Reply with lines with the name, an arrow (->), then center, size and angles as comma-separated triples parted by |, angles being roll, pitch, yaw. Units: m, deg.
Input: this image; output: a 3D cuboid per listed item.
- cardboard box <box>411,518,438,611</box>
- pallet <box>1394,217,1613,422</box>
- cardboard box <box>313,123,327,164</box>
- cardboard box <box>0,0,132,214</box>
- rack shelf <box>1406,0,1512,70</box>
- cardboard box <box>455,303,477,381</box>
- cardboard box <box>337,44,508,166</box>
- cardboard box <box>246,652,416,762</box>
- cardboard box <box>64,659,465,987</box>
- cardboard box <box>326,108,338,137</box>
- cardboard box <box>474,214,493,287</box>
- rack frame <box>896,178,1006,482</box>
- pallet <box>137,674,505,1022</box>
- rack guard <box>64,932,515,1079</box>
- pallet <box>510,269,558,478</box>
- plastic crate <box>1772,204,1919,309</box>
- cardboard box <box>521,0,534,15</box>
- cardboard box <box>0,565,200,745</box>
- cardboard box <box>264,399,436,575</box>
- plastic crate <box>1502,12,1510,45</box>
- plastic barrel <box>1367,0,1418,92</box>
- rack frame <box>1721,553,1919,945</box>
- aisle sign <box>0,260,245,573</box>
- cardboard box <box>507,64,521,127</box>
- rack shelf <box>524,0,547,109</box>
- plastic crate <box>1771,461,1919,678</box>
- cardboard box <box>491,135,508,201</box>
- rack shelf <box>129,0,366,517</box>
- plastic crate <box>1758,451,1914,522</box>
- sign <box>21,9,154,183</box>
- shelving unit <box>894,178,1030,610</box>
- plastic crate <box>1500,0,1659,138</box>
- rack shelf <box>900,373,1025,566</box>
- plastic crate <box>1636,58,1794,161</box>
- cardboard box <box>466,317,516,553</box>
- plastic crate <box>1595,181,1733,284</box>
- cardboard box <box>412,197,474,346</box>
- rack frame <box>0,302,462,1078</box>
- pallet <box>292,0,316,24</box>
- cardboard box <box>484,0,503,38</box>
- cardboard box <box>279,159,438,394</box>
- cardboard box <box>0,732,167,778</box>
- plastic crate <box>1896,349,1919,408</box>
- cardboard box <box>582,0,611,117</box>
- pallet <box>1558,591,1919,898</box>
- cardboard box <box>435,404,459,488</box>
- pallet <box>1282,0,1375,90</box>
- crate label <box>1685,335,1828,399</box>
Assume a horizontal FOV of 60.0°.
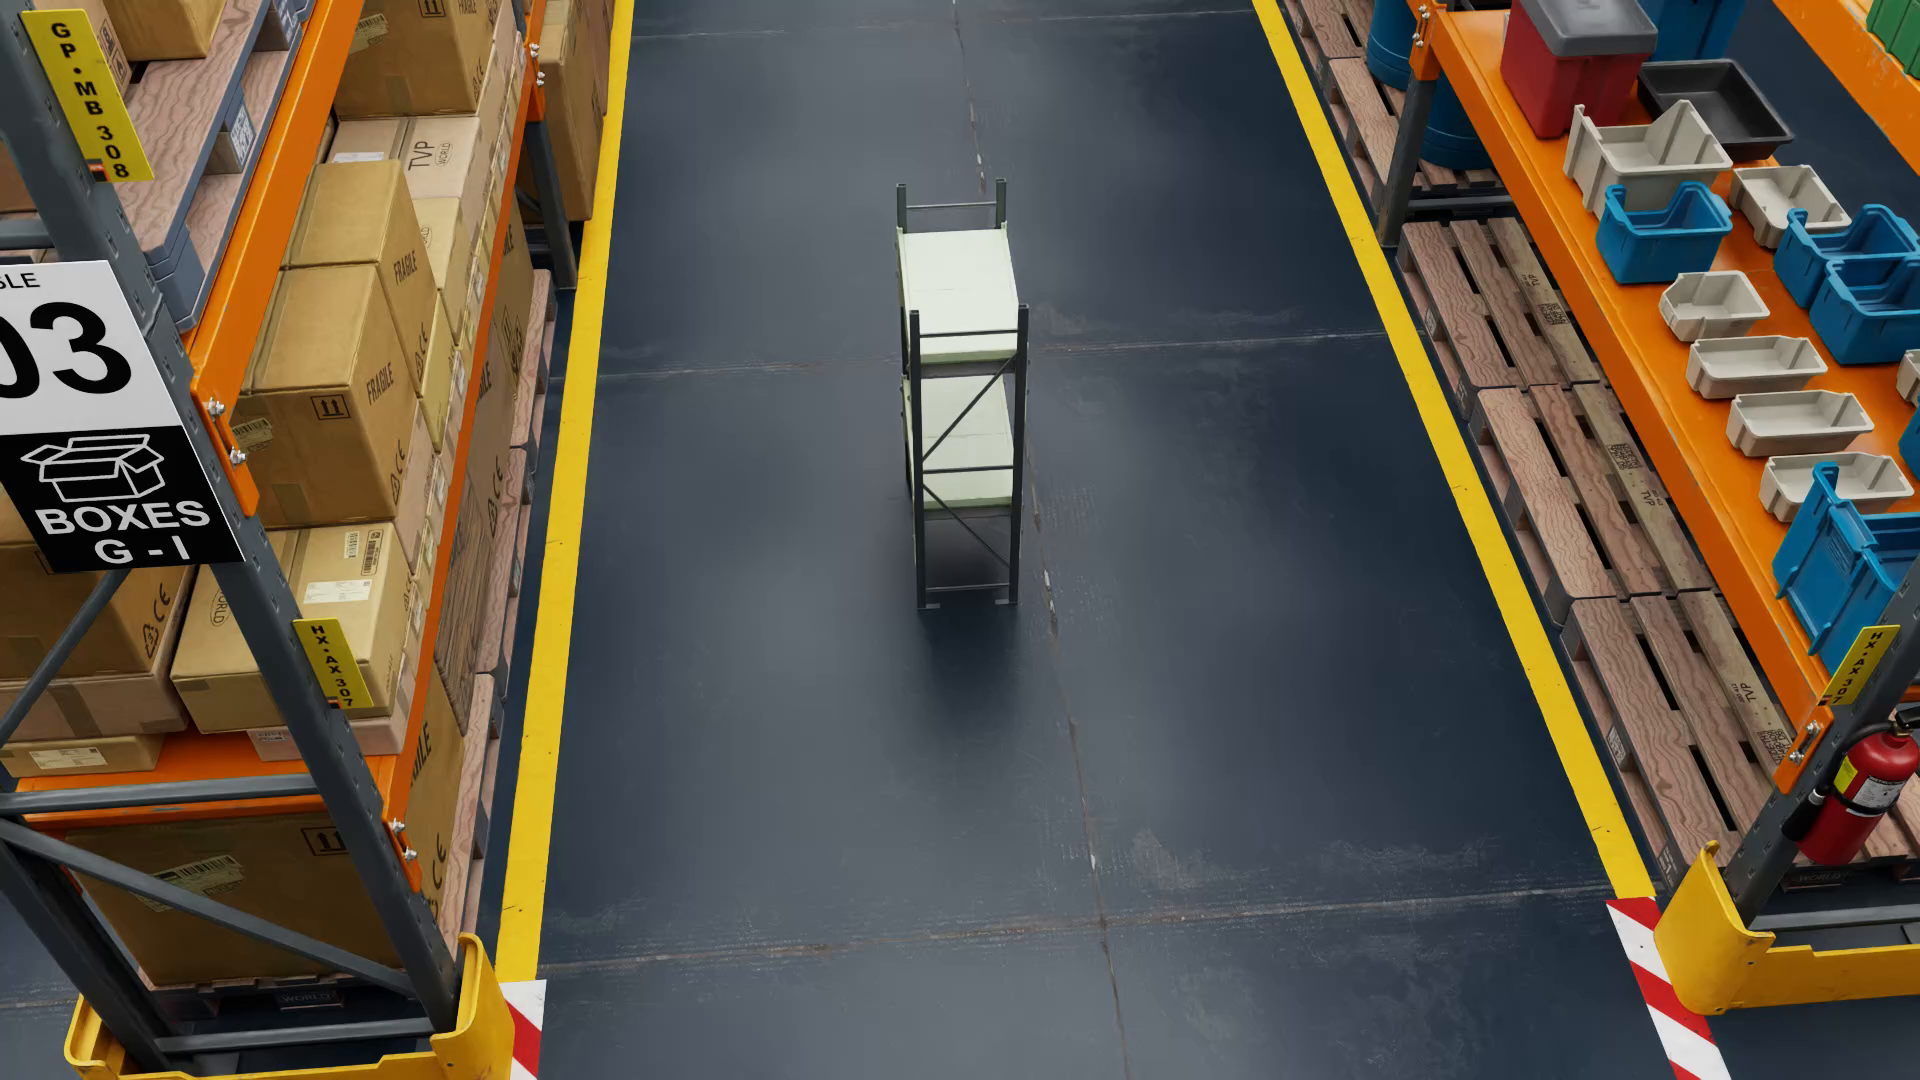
cardboard box -> -1.764, 0.085, 4.913 | 0.380, 0.149, 0.250 | -4, 47, -4
pallet -> 2.683, -1.060, 7.745 | 1.003, 0.211, 1.213 | -3, 47, -3
cardboard box -> -2.486, -1.461, 5.586 | 0.500, 0.500, 0.500 | -5, 47, -5
cardboard box -> -2.115, -0.971, 3.247 | 0.700, 0.500, 0.500 | -6, 47, -6
rack shelf -> 2.415, -3.748, 8.866 | 1.077, 0.370, 4.000 | -3, 47, -3
cardboard box -> -1.849, -0.657, 5.616 | 0.380, 0.149, 0.250 | -5, 47, -4
cardboard box -> -2.009, -1.621, 6.254 | 0.500, 0.250, 0.500 | -2, 47, -2
cardboard box -> -1.719, 0.456, 4.562 | 0.380, 0.149, 0.250 | -3, 47, -3
cardboard box -> -2.152, 0.774, 5.261 | 0.875, 0.875, 0.875 | -3, 47, -3
cardboard box -> -2.538, -1.582, 6.218 | 0.500, 0.250, 0.500 | -4, 47, -3
cardboard box -> -1.893, -1.031, 5.970 | 0.380, 0.149, 0.250 | -4, 47, -4
rack frame -> -0.031, -0.785, 6.597 | 0.400, 1.500, 0.023 | -3, 47, -3
pallet -> -2.163, 1.031, 5.764 | 1.003, 0.211, 1.213 | -3, 47, -3
rack guard -> -2.016, 1.523, 5.100 | 1.175, 0.500, 0.348 | -3, 47, -3
pallet -> -2.368, -0.734, 7.436 | 1.003, 0.211, 1.213 | -3, 47, -3
plastic crate -> 3.089, -0.986, 5.829 | 0.416, 0.233, 0.300 | -3, 47, -3
cardboard box -> -2.143, -2.630, 7.243 | 0.500, 0.500, 0.500 | -3, 47, -3
cardboard box -> -2.323, 0.261, 4.472 | 0.500, 0.250, 0.500 | -4, 47, -4
cardboard box -> -1.840, -0.144, 4.855 | 0.500, 0.250, 0.500 | -4, 47, -4
plastic crate -> 2.479, -2.133, 6.981 | 0.396, 0.136, 0.243 | -3, 47, -3
plastic barrel -> 2.494, -2.879, 8.703 | 0.600, 0.901, 0.708 | -3, 47, -3
rack frame -> 2.917, 0.345, 4.494 | 1.000, 3.000, 0.127 | -3, 47, -3
aisle sign -> -1.713, -0.214, 3.233 | 0.394, 0.787, 0.004 | -3, 47, -3
cardboard box -> -1.979, -1.774, 6.674 | 0.380, 0.149, 0.250 | -3, 47, -3
rack shelf -> -2.521, -3.447, 8.581 | 1.077, 0.370, 4.000 | -3, 47, -3
plastic crate -> 2.703, 0.082, 4.678 | 0.616, 0.435, 0.499 | -3, 47, -3
cardboard box -> -1.937, -1.403, 6.322 | 0.380, 0.149, 0.250 | -3, 47, -3
rack shelf -> -2.186, -1.585, 4.751 | 1.077, 0.370, 4.000 | -3, 47, -3
plastic crate -> 2.668, -0.164, 5.116 | 0.396, 0.136, 0.243 | -3, 47, -3
sign -> -1.465, -0.742, 2.801 | 0.100, 0.325, 0.005 | -3, 47, -3
shelving unit -> -0.001, -0.521, 6.347 | 0.431, 1.500, 0.755 | -3, 47, -3
plastic crate -> 2.407, -1.930, 6.563 | 0.402, 0.464, 0.583 | -3, 47, -3
rack shelf -> -0.001, -0.296, 6.583 | 0.431, 0.370, 0.720 | -3, 47, -3
plastic crate -> 2.944, -1.681, 6.561 | 0.437, 0.125, 0.590 | -3, 47, -3
cardboard box -> -2.302, -0.528, 6.495 | 0.875, 0.875, 0.875 | -3, 47, -3
plastic crate -> 2.490, -1.088, 5.925 | 0.416, 0.233, 0.300 | -3, 47, -3
cardboard box -> -1.927, -0.885, 5.557 | 0.500, 0.250, 0.500 | -4, 47, -4
rack frame -> -2.018, 0.646, 4.208 | 1.000, 3.000, 0.127 | -3, 47, -3
pallet -> -2.196, -1.775, 4.497 | 1.003, 0.211, 1.213 | -3, 47, -3
cardboard box -> -2.048, -2.240, 6.324 | 0.500, 0.500, 0.500 | -2, 47, -2
cardboard box -> -1.881, -0.762, 4.924 | 0.500, 0.500, 0.500 | -5, 47, -4
cardboard box -> -2.376, 0.495, 4.525 | 0.380, 0.149, 0.250 | -3, 47, -3
plastic crate -> 3.223, -0.511, 5.445 | 0.250, 0.136, 0.298 | -3, 47, -3
cardboard box -> -2.502, -2.770, 8.618 | 1.225, 0.875, 0.875 | -5, 47, -5
pallet -> 2.887, 0.705, 6.073 | 1.003, 0.211, 1.213 | -3, 47, -3
cardboard box -> -1.807, -0.288, 5.266 | 0.380, 0.149, 0.250 | -4, 47, -4
pallet -> 2.454, -3.035, 9.616 | 1.003, 0.211, 1.213 | -3, 47, -3
crate label -> 2.611, -0.574, 5.505 | 0.396, 0.136, 0.243 | -3, 47, -3
